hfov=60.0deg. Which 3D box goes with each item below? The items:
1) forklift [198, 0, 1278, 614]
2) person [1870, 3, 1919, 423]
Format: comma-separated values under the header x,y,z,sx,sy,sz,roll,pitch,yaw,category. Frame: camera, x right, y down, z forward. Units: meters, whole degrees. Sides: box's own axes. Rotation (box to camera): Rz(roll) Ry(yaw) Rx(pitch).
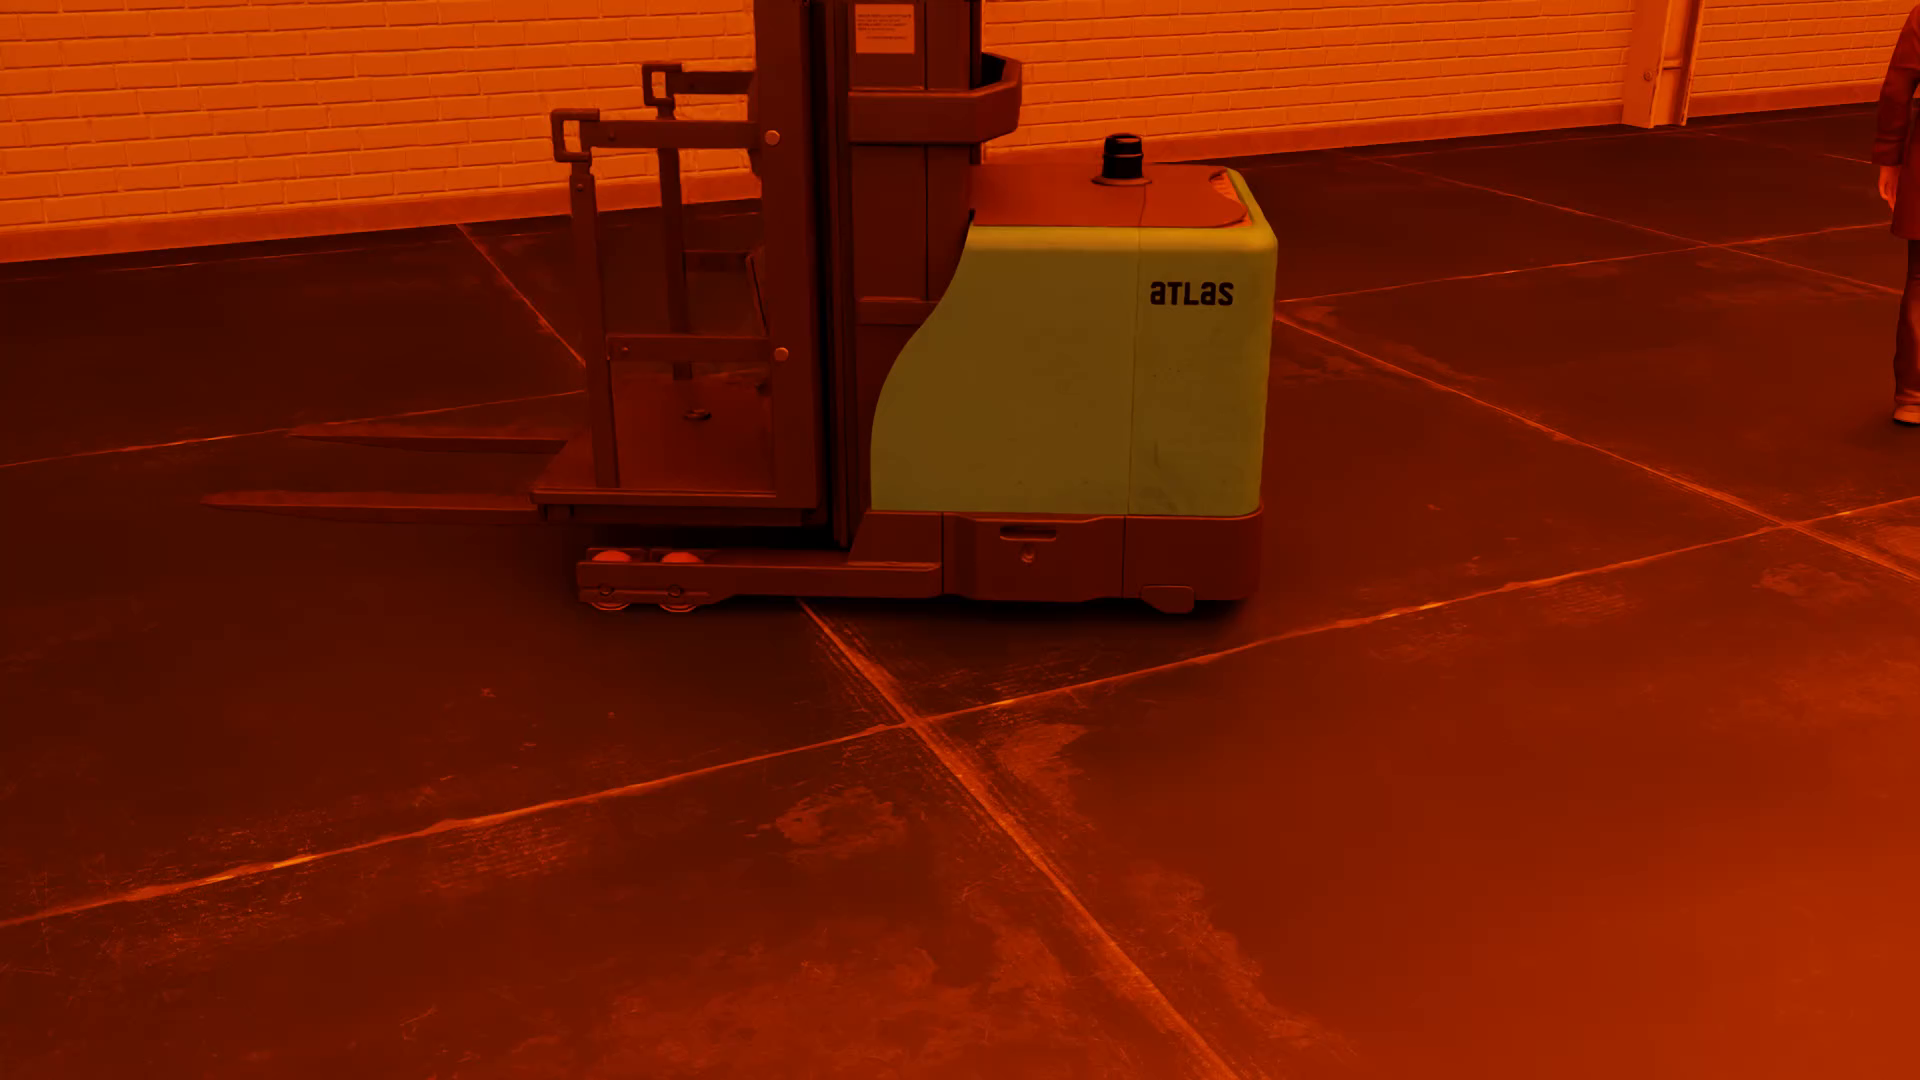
x,y,z,sx,sy,sz,roll,pitch,yaw,category
-0.666,-1.351,4.539,3.031,2.935,1.130,1,23,3,forklift
3.609,-1.292,5.880,0.580,1.778,0.698,-18,28,-36,person
